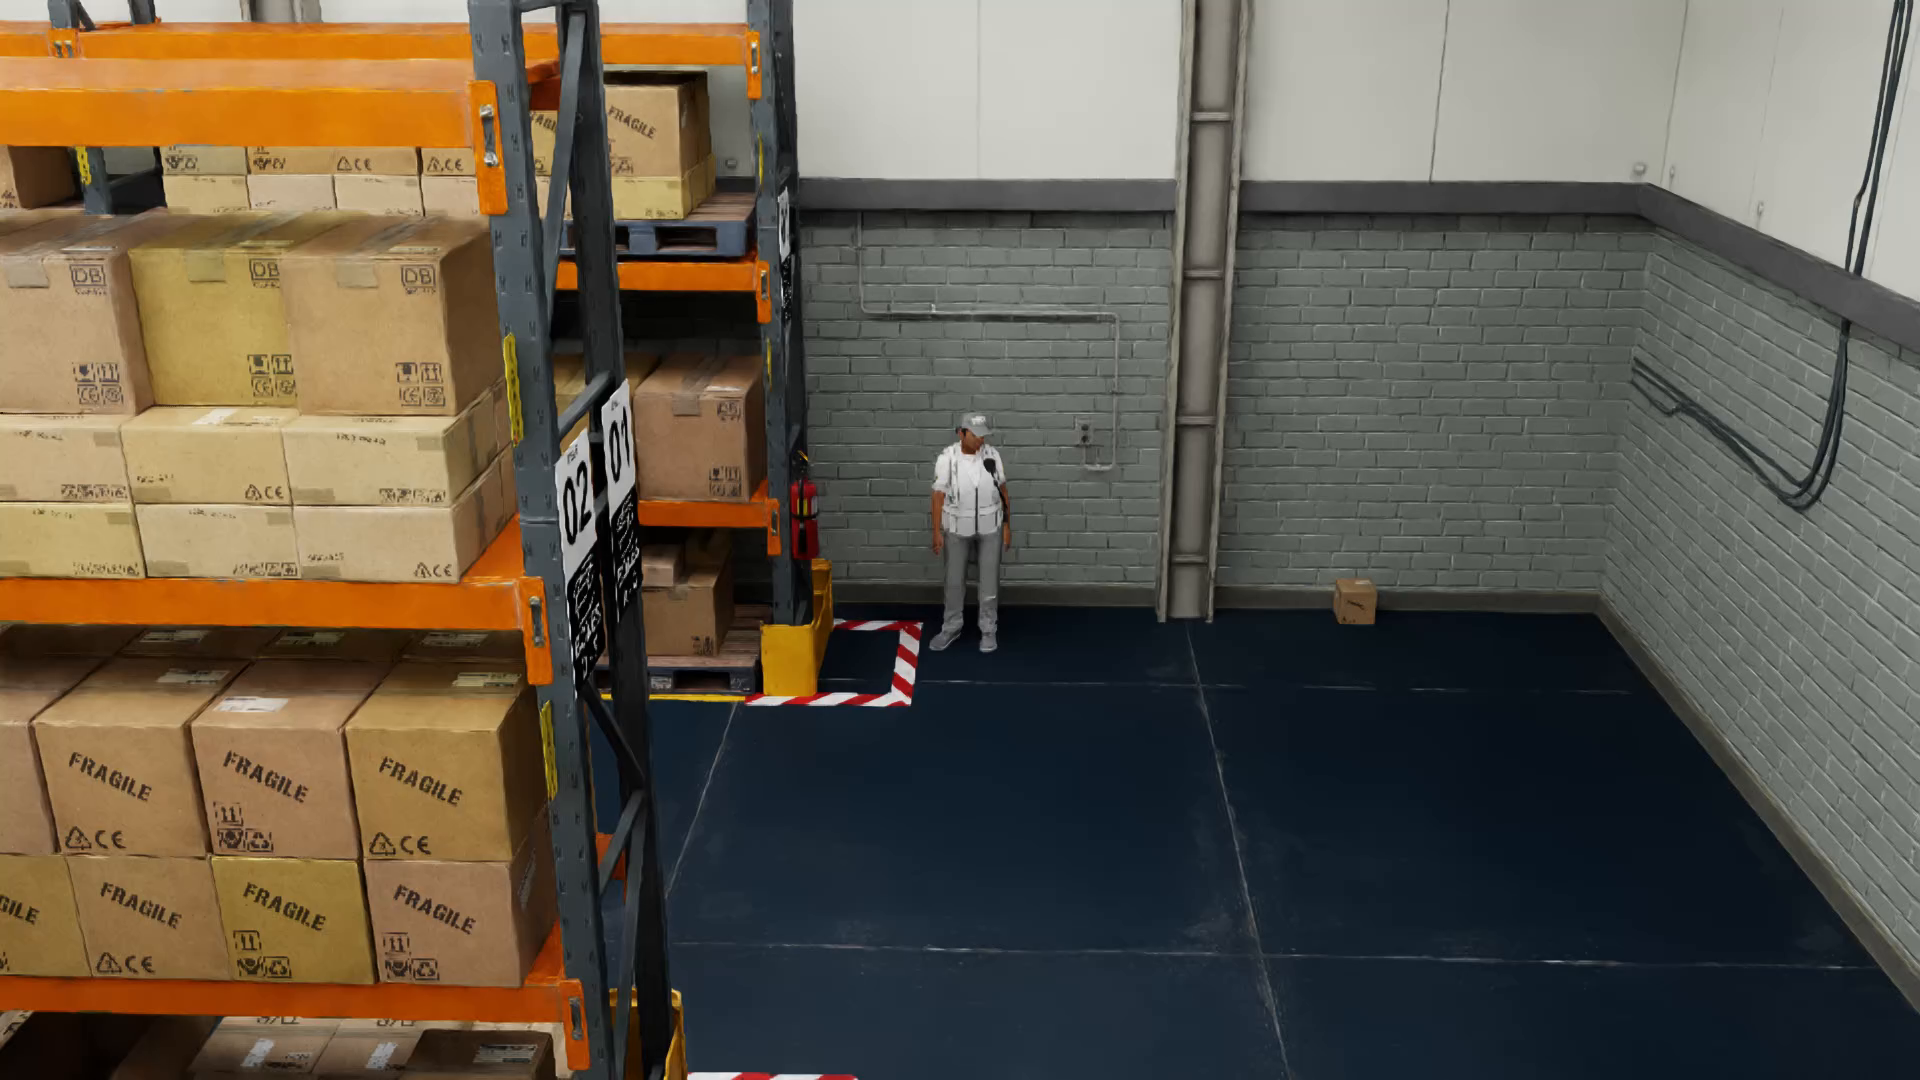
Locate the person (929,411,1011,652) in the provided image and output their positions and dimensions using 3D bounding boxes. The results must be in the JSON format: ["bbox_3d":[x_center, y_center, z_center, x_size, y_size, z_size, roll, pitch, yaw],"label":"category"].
[{"bbox_3d":[0.060,-0.063,11.181,0.564,1.675,0.386,-3,21,-7],"label":"person"}]
